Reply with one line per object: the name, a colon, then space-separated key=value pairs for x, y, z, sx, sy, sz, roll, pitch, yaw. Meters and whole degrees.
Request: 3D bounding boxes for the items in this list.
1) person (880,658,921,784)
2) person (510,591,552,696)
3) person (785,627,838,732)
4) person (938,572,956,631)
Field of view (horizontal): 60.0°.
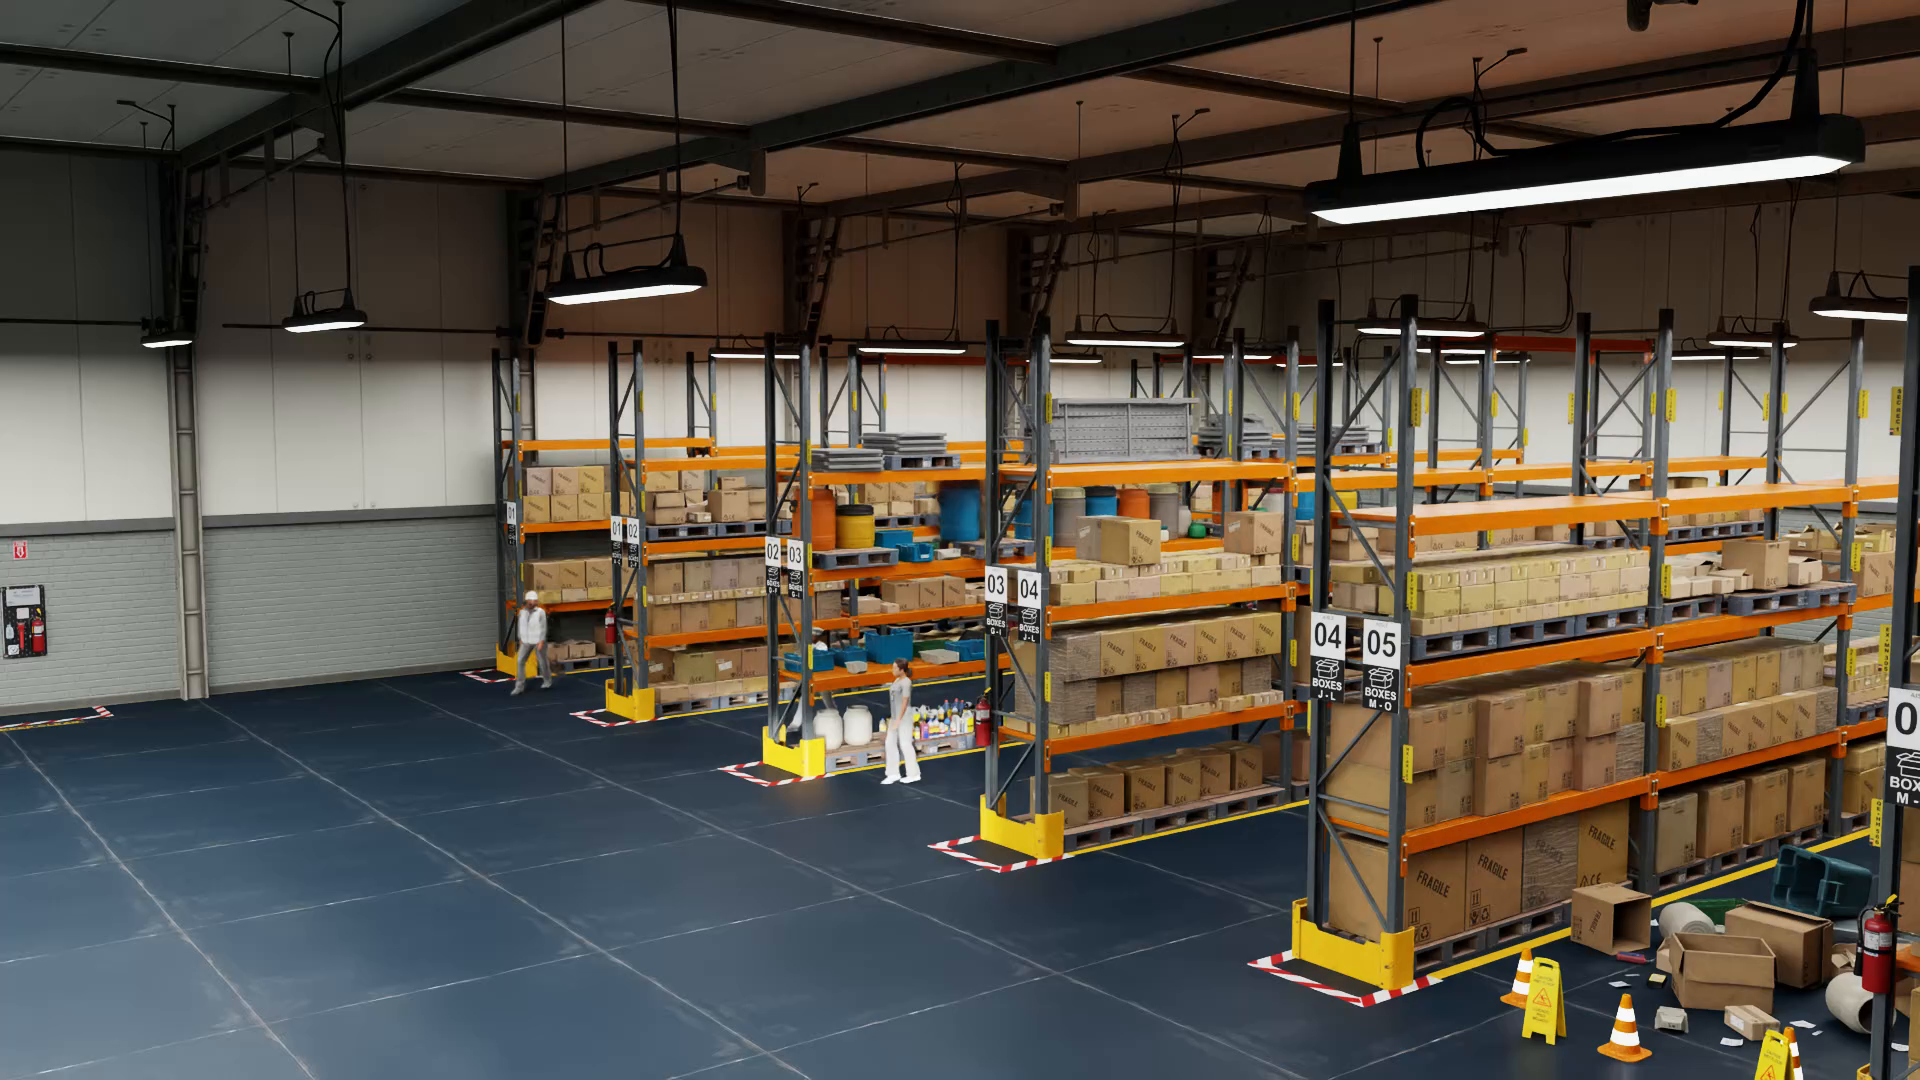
person: x=-0.787 y=2.415 z=22.042 sx=0.536 sy=1.728 sz=0.492 roll=-2 pitch=5 yaw=-20
person: x=-7.409 y=1.762 z=28.793 sx=0.596 sy=1.770 sz=0.873 roll=2 pitch=5 yaw=22
person: x=-2.230 y=2.114 z=25.248 sx=0.469 sy=1.623 sz=0.977 roll=4 pitch=7 yaw=40
person: x=-0.249 y=1.406 z=33.743 sx=0.899 sy=1.551 sz=0.399 roll=-4 pitch=6 yaw=-37
